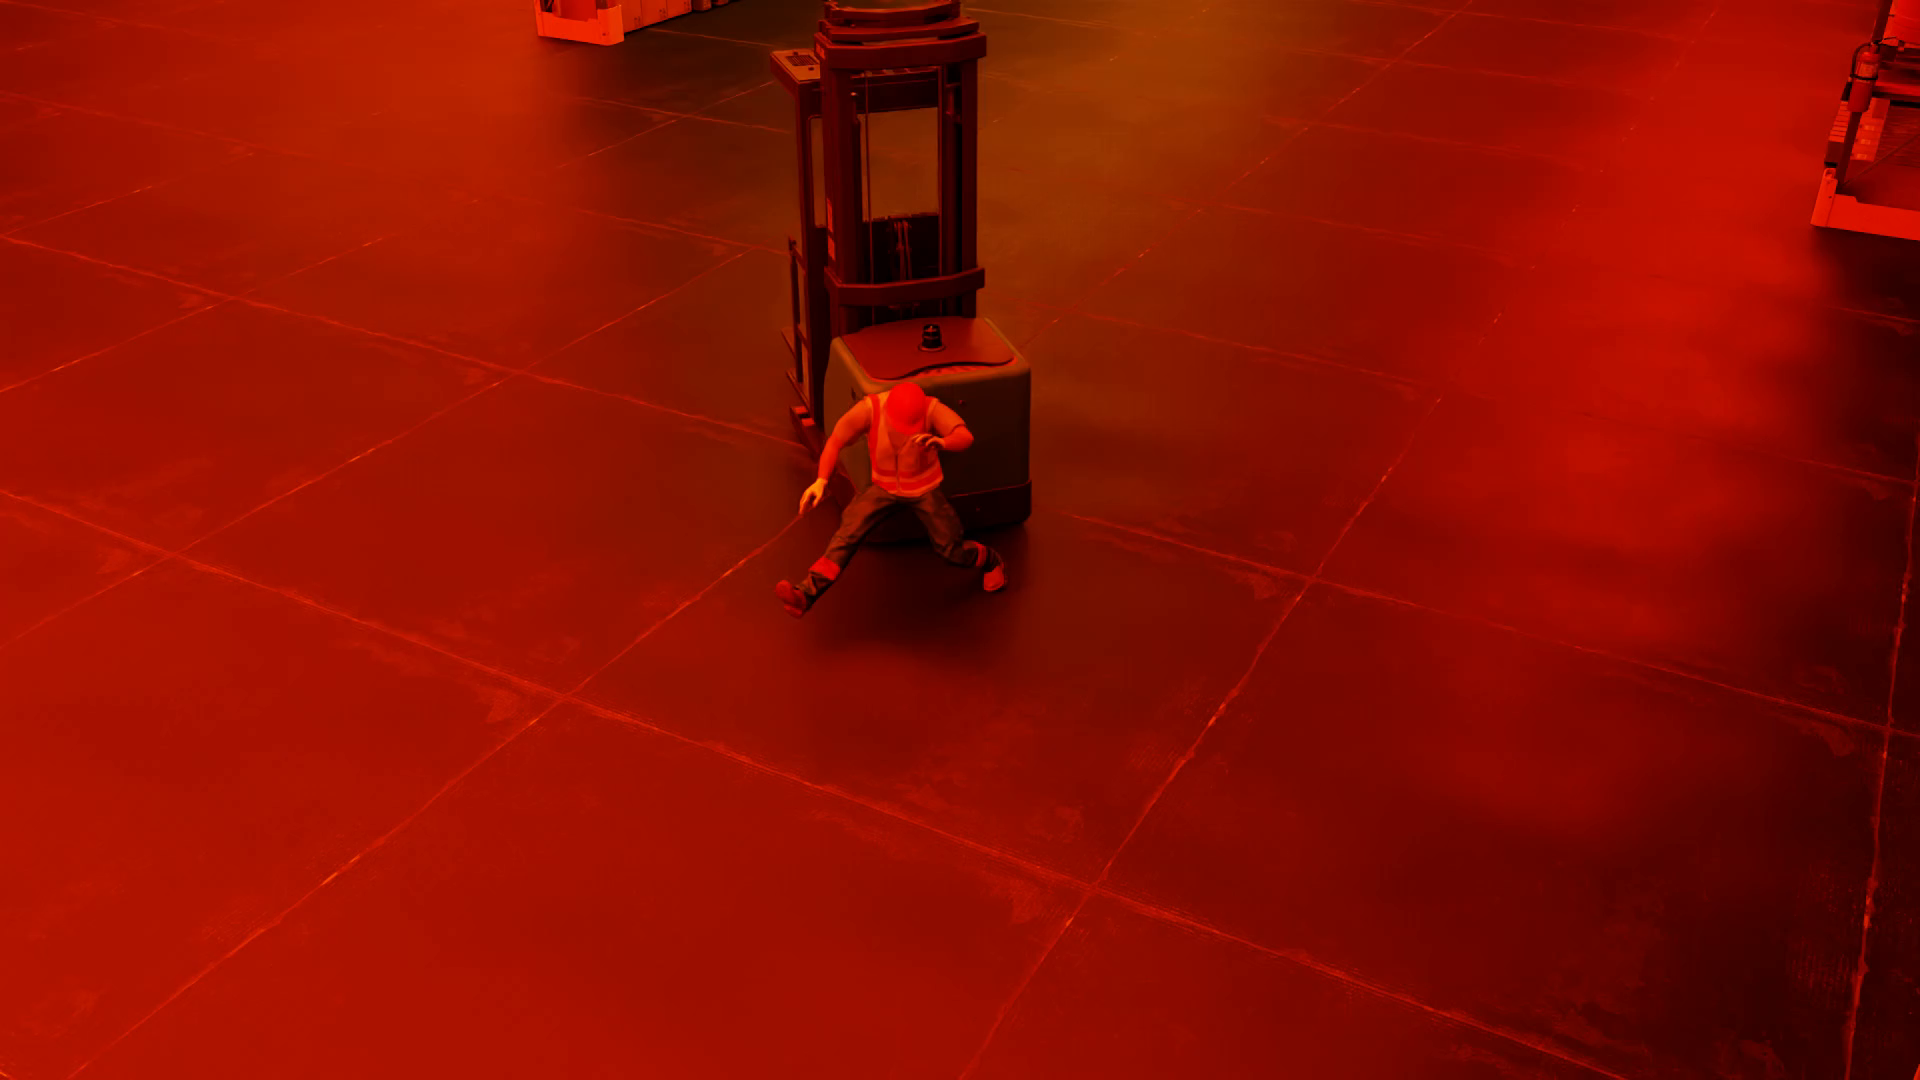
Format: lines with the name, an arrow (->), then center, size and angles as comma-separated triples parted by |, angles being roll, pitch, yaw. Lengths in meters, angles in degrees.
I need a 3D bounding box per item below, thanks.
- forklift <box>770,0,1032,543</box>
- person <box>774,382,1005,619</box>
forklift -> -0.518, -1.974, 10.491 | 1.130, 2.935, 3.031 | -9, 31, -16
person -> -0.350, -0.211, 9.005 | 1.059, 1.389, 1.130 | 7, 31, 12
